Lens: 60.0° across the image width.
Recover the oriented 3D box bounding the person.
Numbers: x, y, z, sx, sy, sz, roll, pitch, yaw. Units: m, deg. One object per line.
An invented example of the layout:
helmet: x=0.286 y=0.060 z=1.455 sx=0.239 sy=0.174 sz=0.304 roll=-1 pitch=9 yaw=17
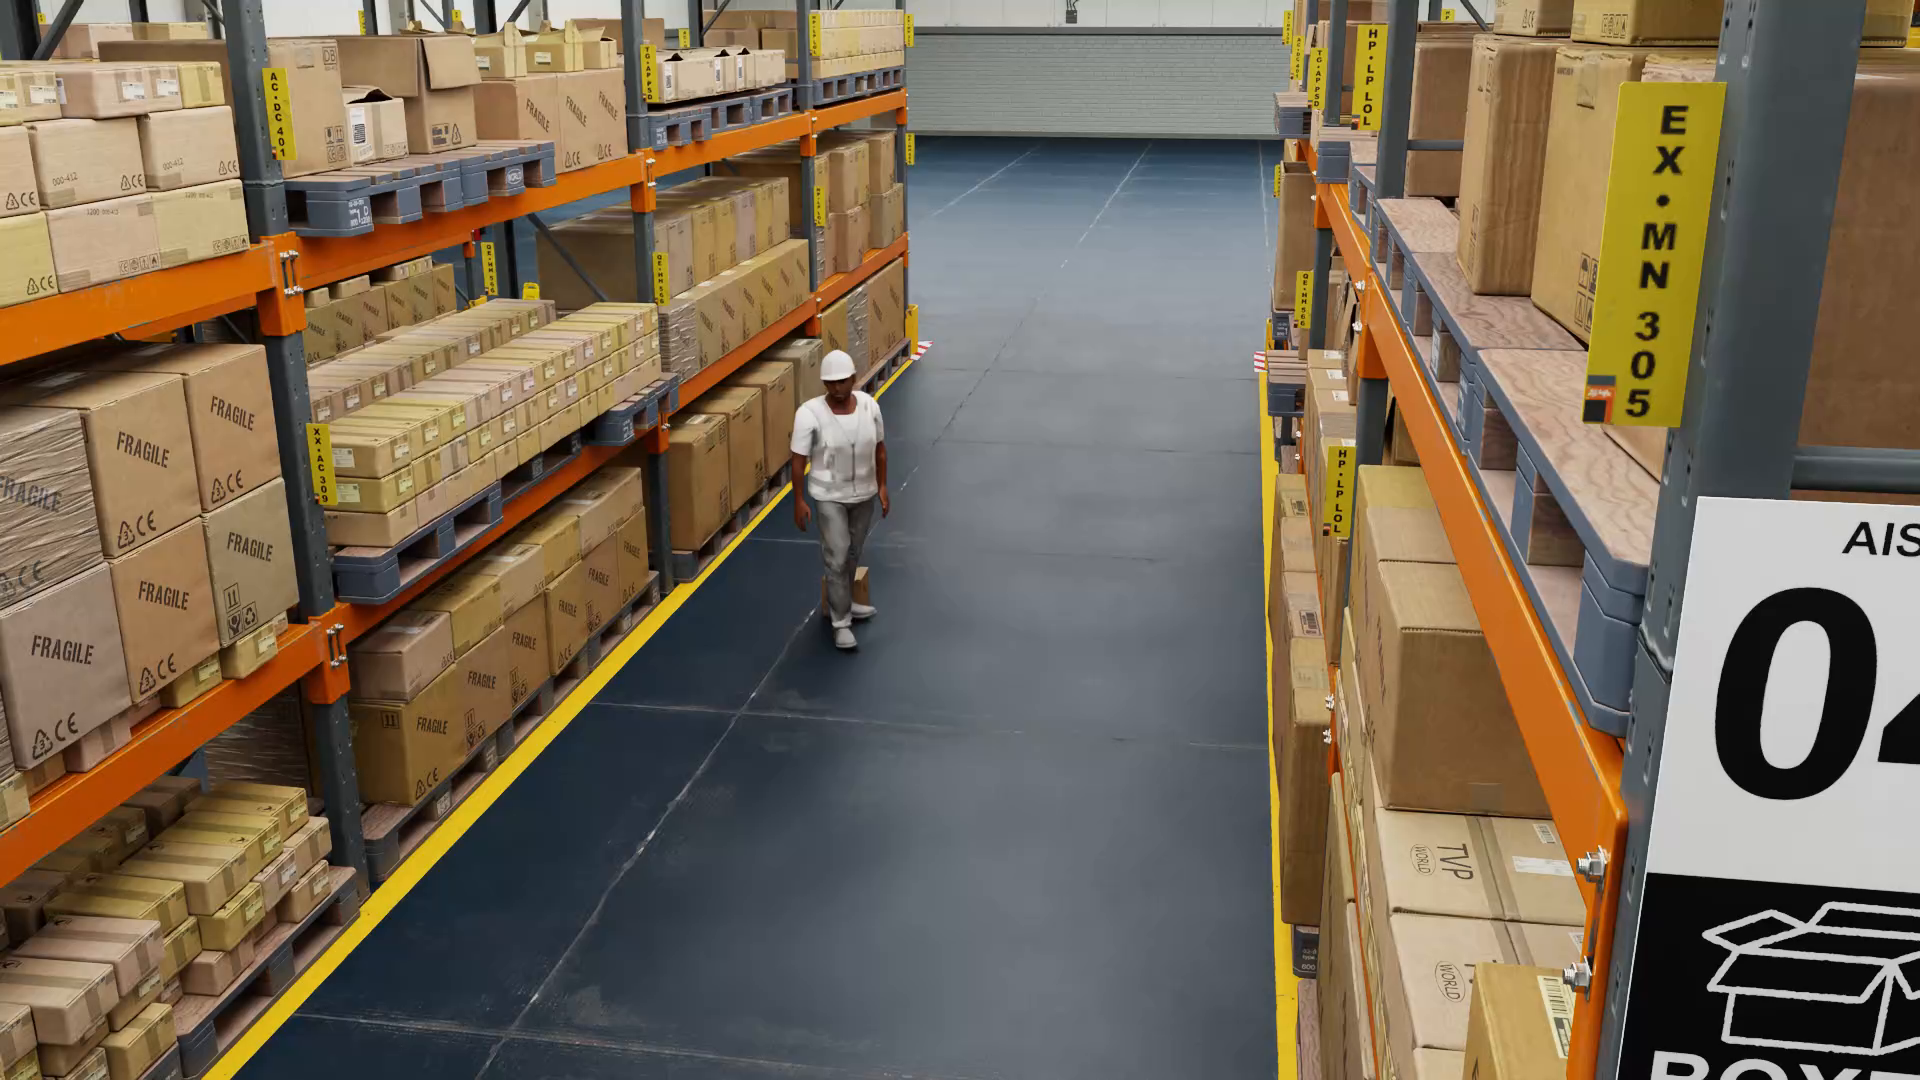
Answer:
person: x=-0.704 y=-0.265 z=9.855 sx=0.595 sy=1.762 sz=0.610 roll=-11 pitch=21 yaw=-31
